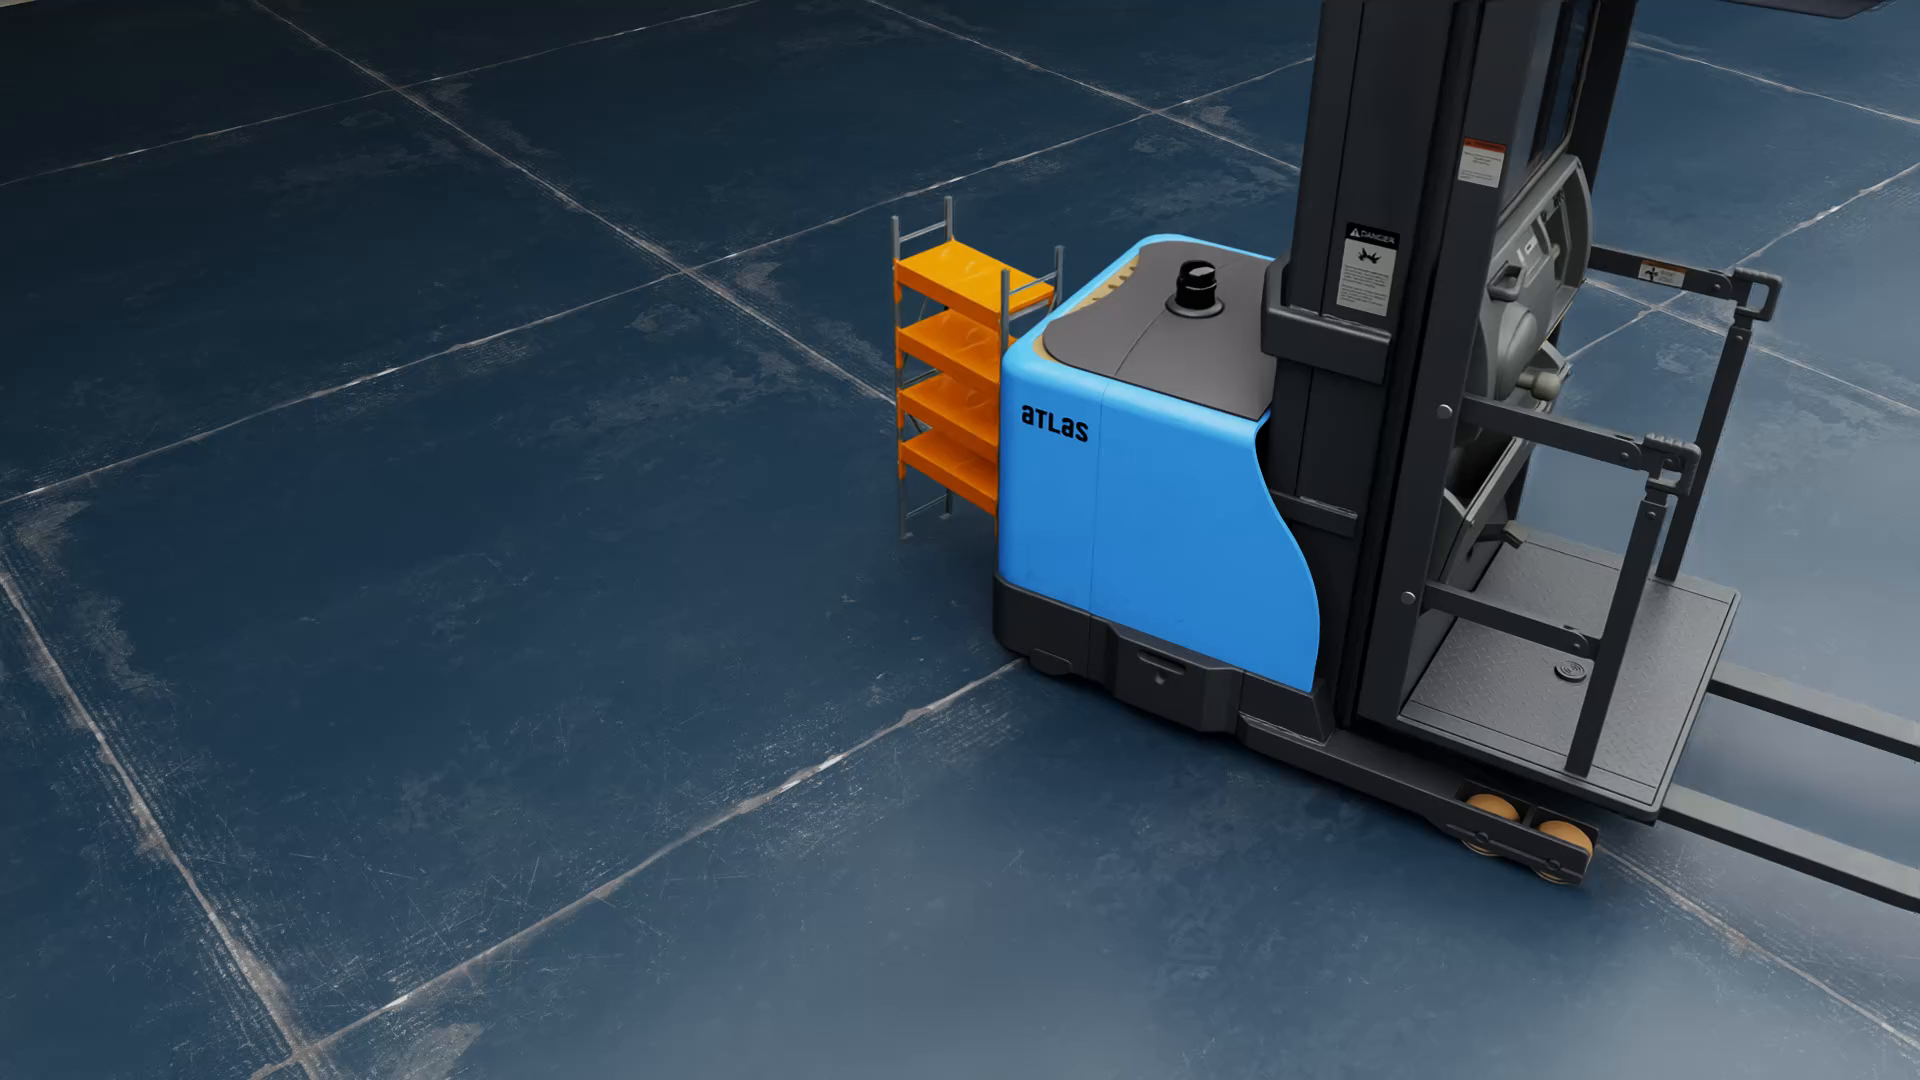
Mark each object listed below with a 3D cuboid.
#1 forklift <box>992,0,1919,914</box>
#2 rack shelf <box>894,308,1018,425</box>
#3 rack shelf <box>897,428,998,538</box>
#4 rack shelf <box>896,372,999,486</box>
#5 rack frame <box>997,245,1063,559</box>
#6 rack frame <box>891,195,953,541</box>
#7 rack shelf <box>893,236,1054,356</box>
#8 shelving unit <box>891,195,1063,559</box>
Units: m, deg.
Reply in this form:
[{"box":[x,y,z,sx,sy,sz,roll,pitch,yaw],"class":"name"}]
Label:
[{"box":[1.625,-0.630,4.103,3.031,2.935,1.130,20,40,25],"class":"forklift"},{"box":[0.047,-0.561,5.233,0.258,0.148,0.480,-28,44,-33],"class":"rack shelf"},{"box":[0.047,-0.216,5.477,0.258,0.148,0.480,-28,44,-33],"class":"rack shelf"},{"box":[0.047,-0.378,5.363,0.258,0.148,0.480,-28,44,-33],"class":"rack shelf"},{"box":[0.211,-0.329,5.177,0.240,1.200,0.015,-28,44,-33],"class":"rack frame"},{"box":[-0.118,-0.537,5.471,0.240,1.200,0.015,-28,44,-33],"class":"rack frame"},{"box":[0.047,-0.754,5.097,0.258,0.148,0.480,-28,44,-33],"class":"rack shelf"},{"box":[0.047,-0.433,5.324,0.258,1.200,0.503,-28,44,-33],"class":"shelving unit"}]
